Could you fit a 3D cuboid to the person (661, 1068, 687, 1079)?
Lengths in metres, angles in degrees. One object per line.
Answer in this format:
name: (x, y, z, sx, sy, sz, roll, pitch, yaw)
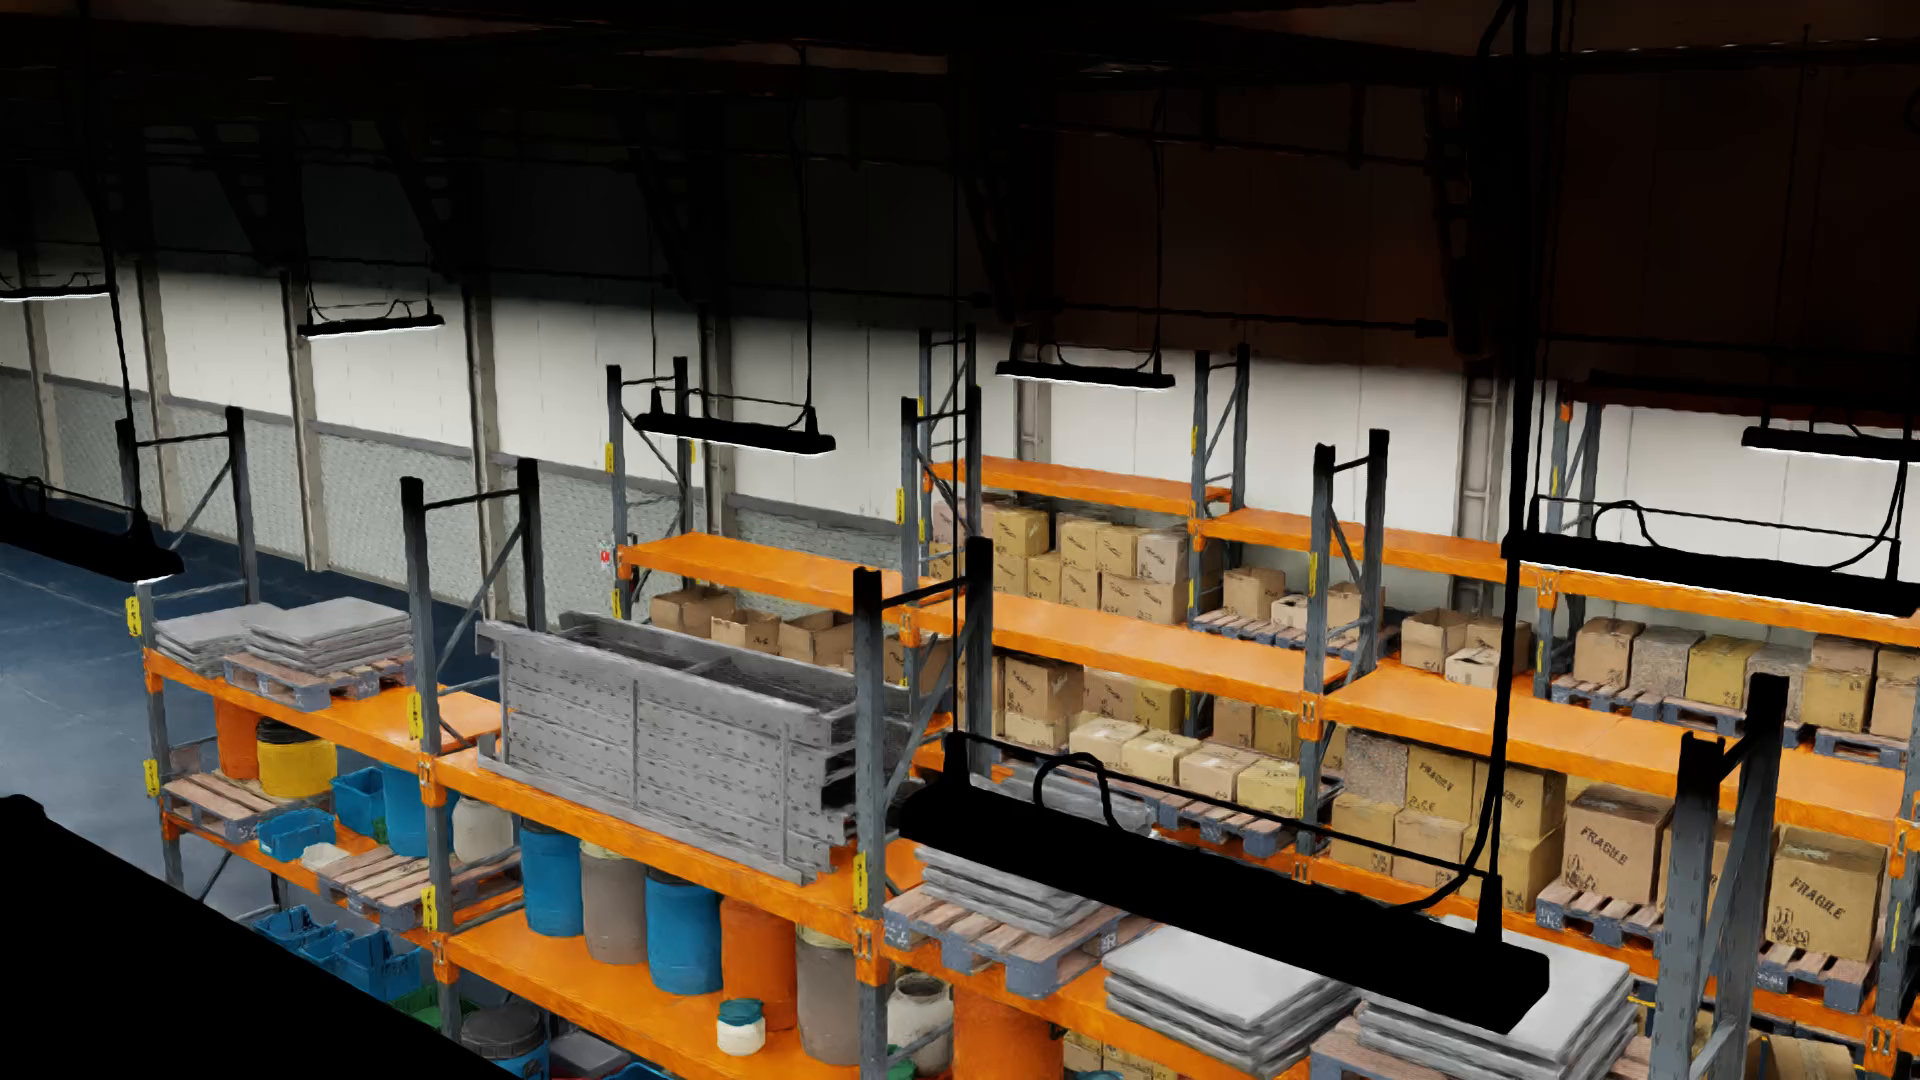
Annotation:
person: (-2.708, 3.939, 14.950, 0.535, 1.657, 1.020, -11, 17, -40)
